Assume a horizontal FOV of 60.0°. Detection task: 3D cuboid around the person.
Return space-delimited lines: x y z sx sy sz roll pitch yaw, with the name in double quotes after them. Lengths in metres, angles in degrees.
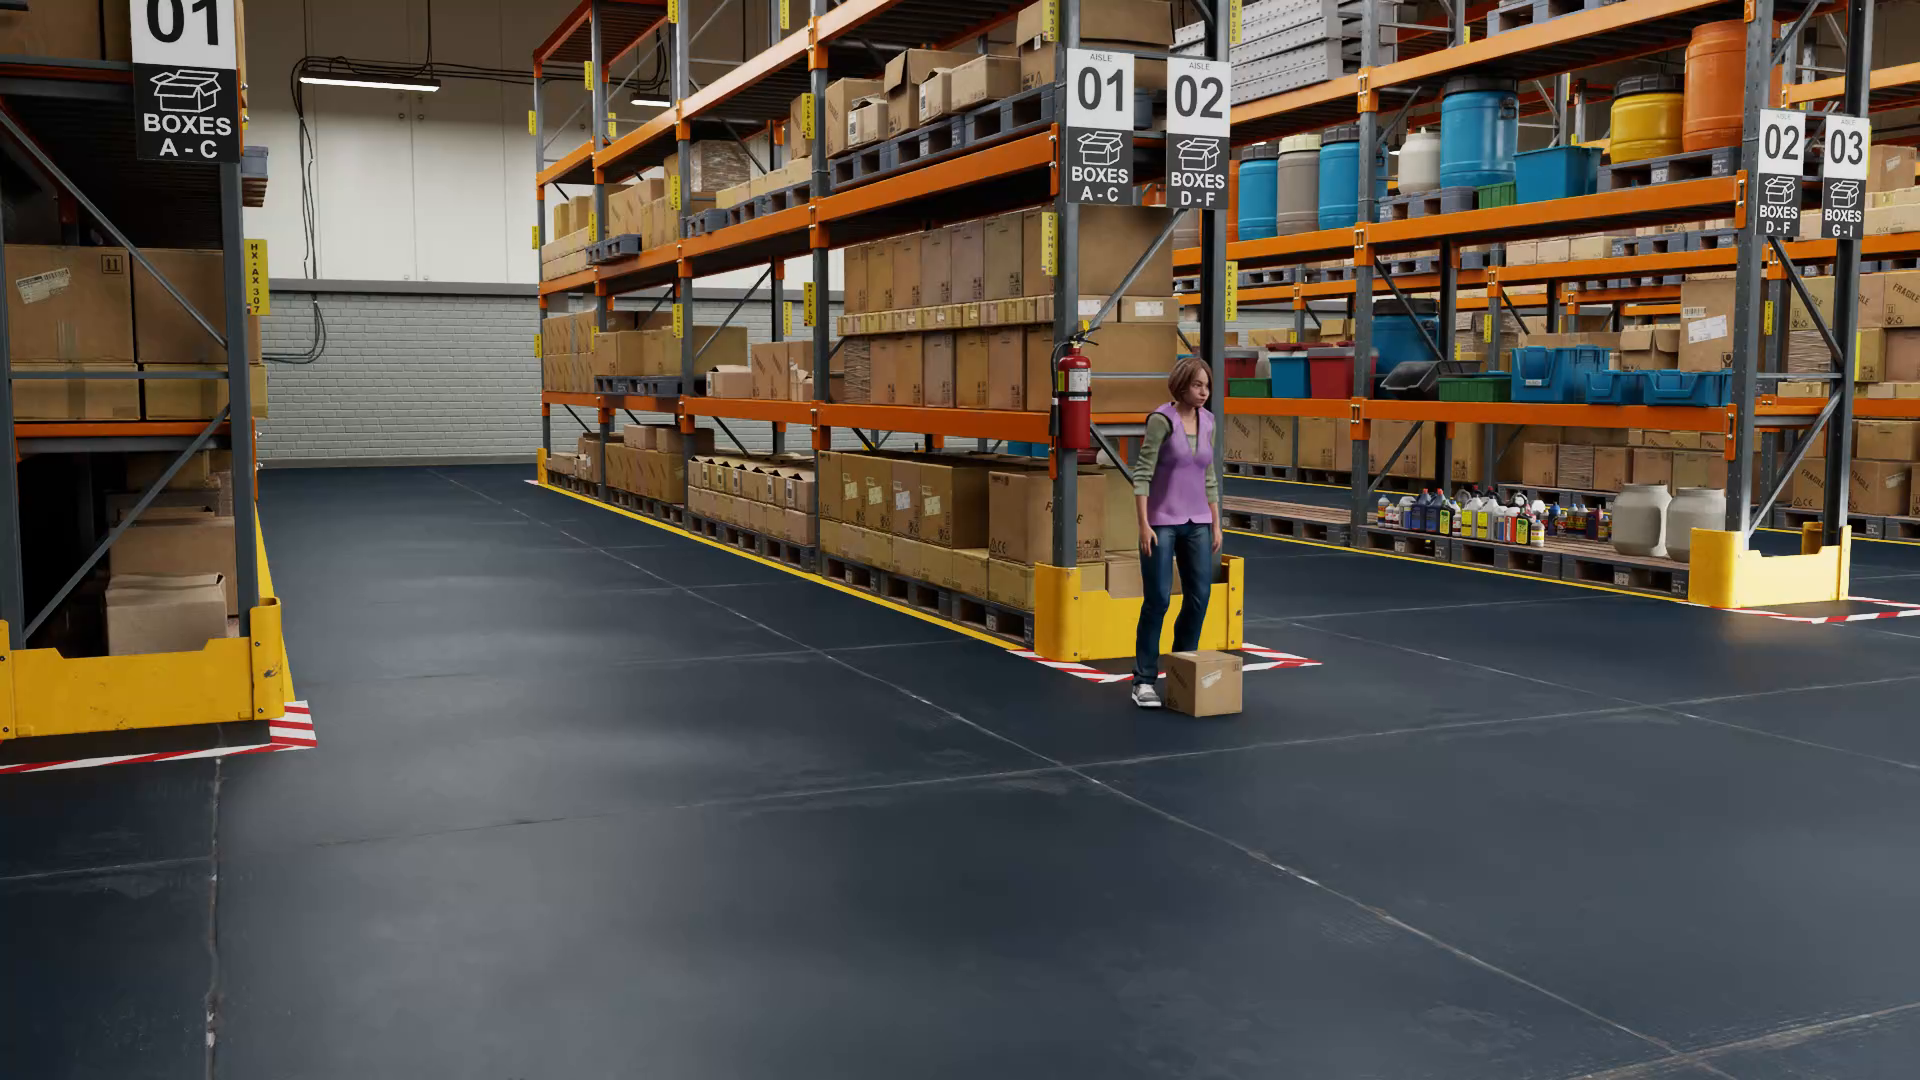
1.000 -0.044 7.664 0.483 1.592 0.347 -3 6 -27 "person"
